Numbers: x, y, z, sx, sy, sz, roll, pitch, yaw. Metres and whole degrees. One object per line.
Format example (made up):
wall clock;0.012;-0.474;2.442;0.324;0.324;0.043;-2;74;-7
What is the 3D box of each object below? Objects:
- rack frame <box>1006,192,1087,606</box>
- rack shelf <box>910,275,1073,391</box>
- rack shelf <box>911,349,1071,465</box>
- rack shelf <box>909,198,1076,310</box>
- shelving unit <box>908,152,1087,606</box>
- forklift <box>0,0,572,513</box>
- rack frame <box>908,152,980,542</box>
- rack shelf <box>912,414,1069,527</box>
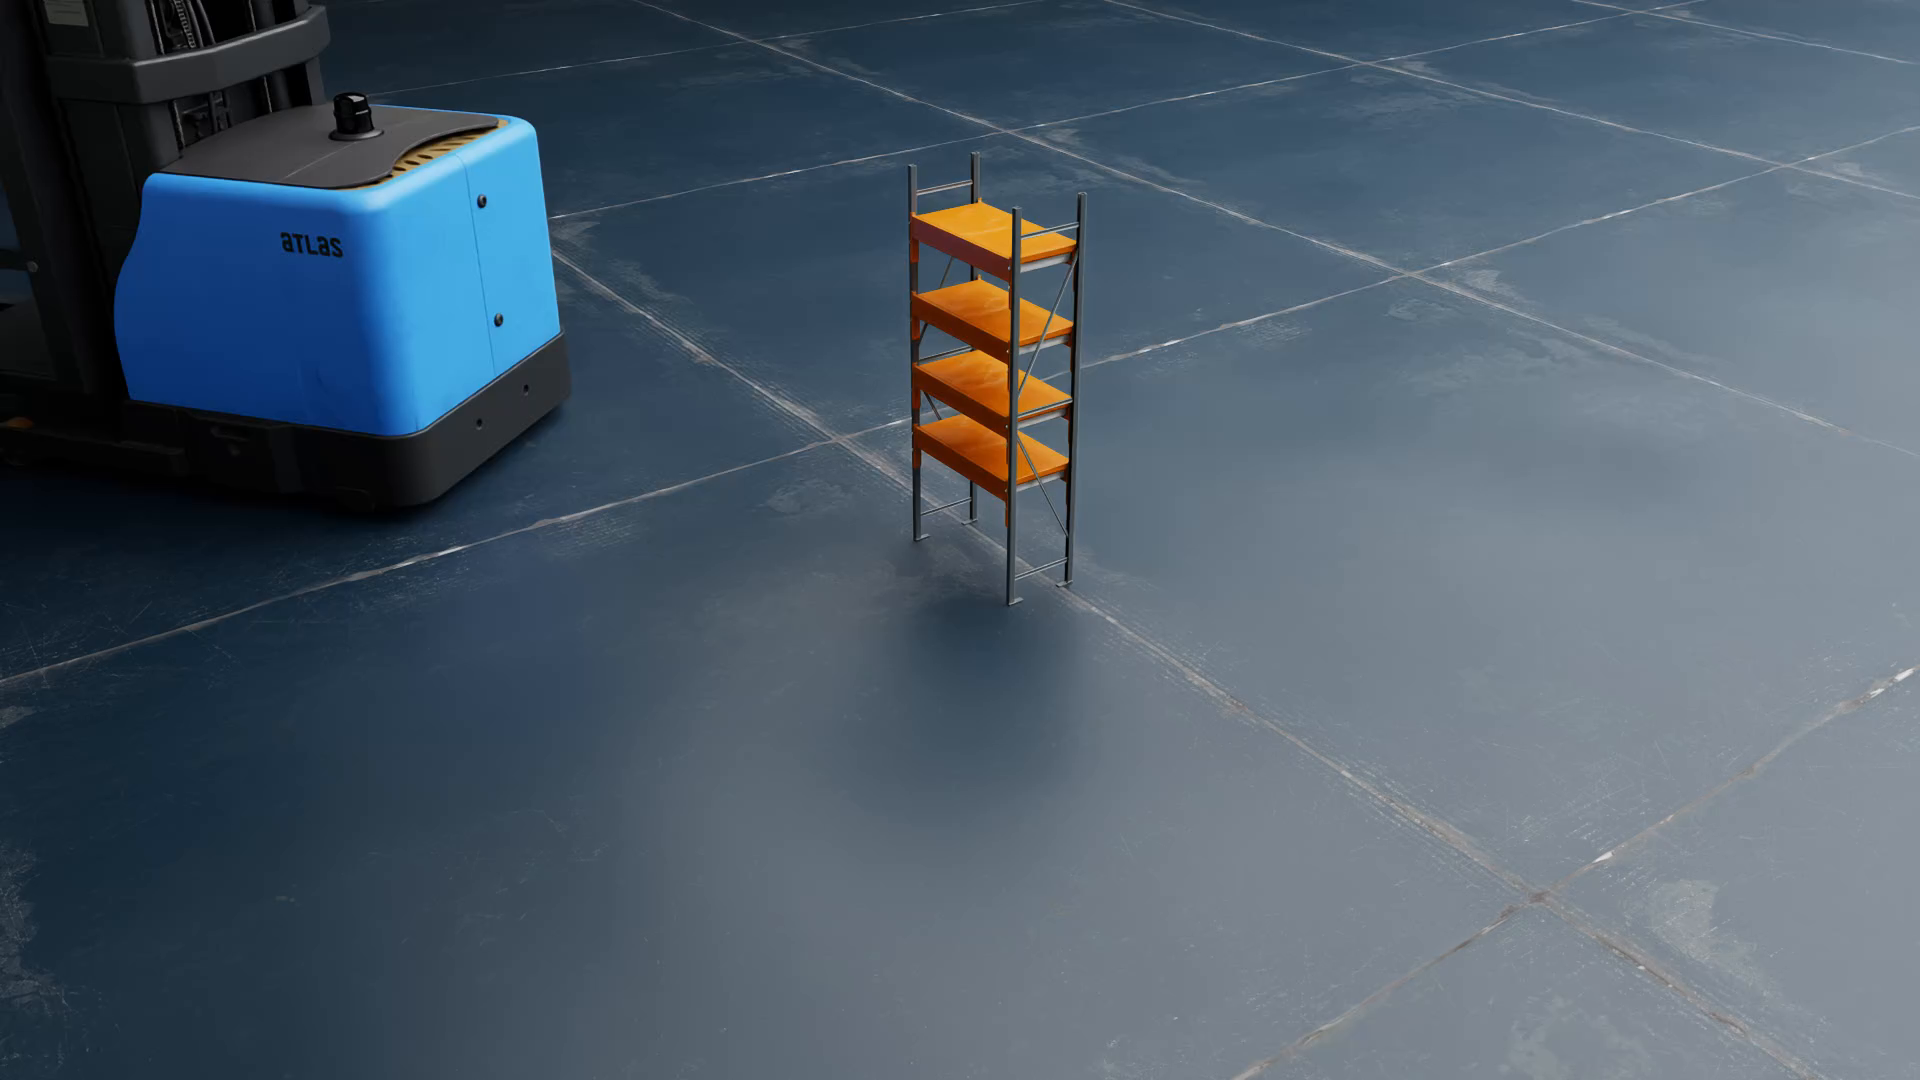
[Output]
rack frame;0.238;-0.368;4.670;0.240;1.200;0.015;-19;34;-31
rack shelf;0.096;-0.600;4.771;0.258;0.148;0.480;-19;34;-31
rack shelf;0.096;-0.404;4.877;0.258;0.148;0.480;-19;34;-31
rack shelf;0.096;-0.808;4.658;0.258;0.148;0.480;-19;34;-31
shelving unit;0.096;-0.463;4.845;0.258;1.200;0.503;-19;34;-31
forklift;-2.997;-1.771;5.441;3.031;2.935;1.130;8;30;15
rack frame;-0.045;-0.558;5.020;0.240;1.200;0.015;-19;34;-31
rack shelf;0.096;-0.229;4.972;0.258;0.148;0.480;-19;34;-31
